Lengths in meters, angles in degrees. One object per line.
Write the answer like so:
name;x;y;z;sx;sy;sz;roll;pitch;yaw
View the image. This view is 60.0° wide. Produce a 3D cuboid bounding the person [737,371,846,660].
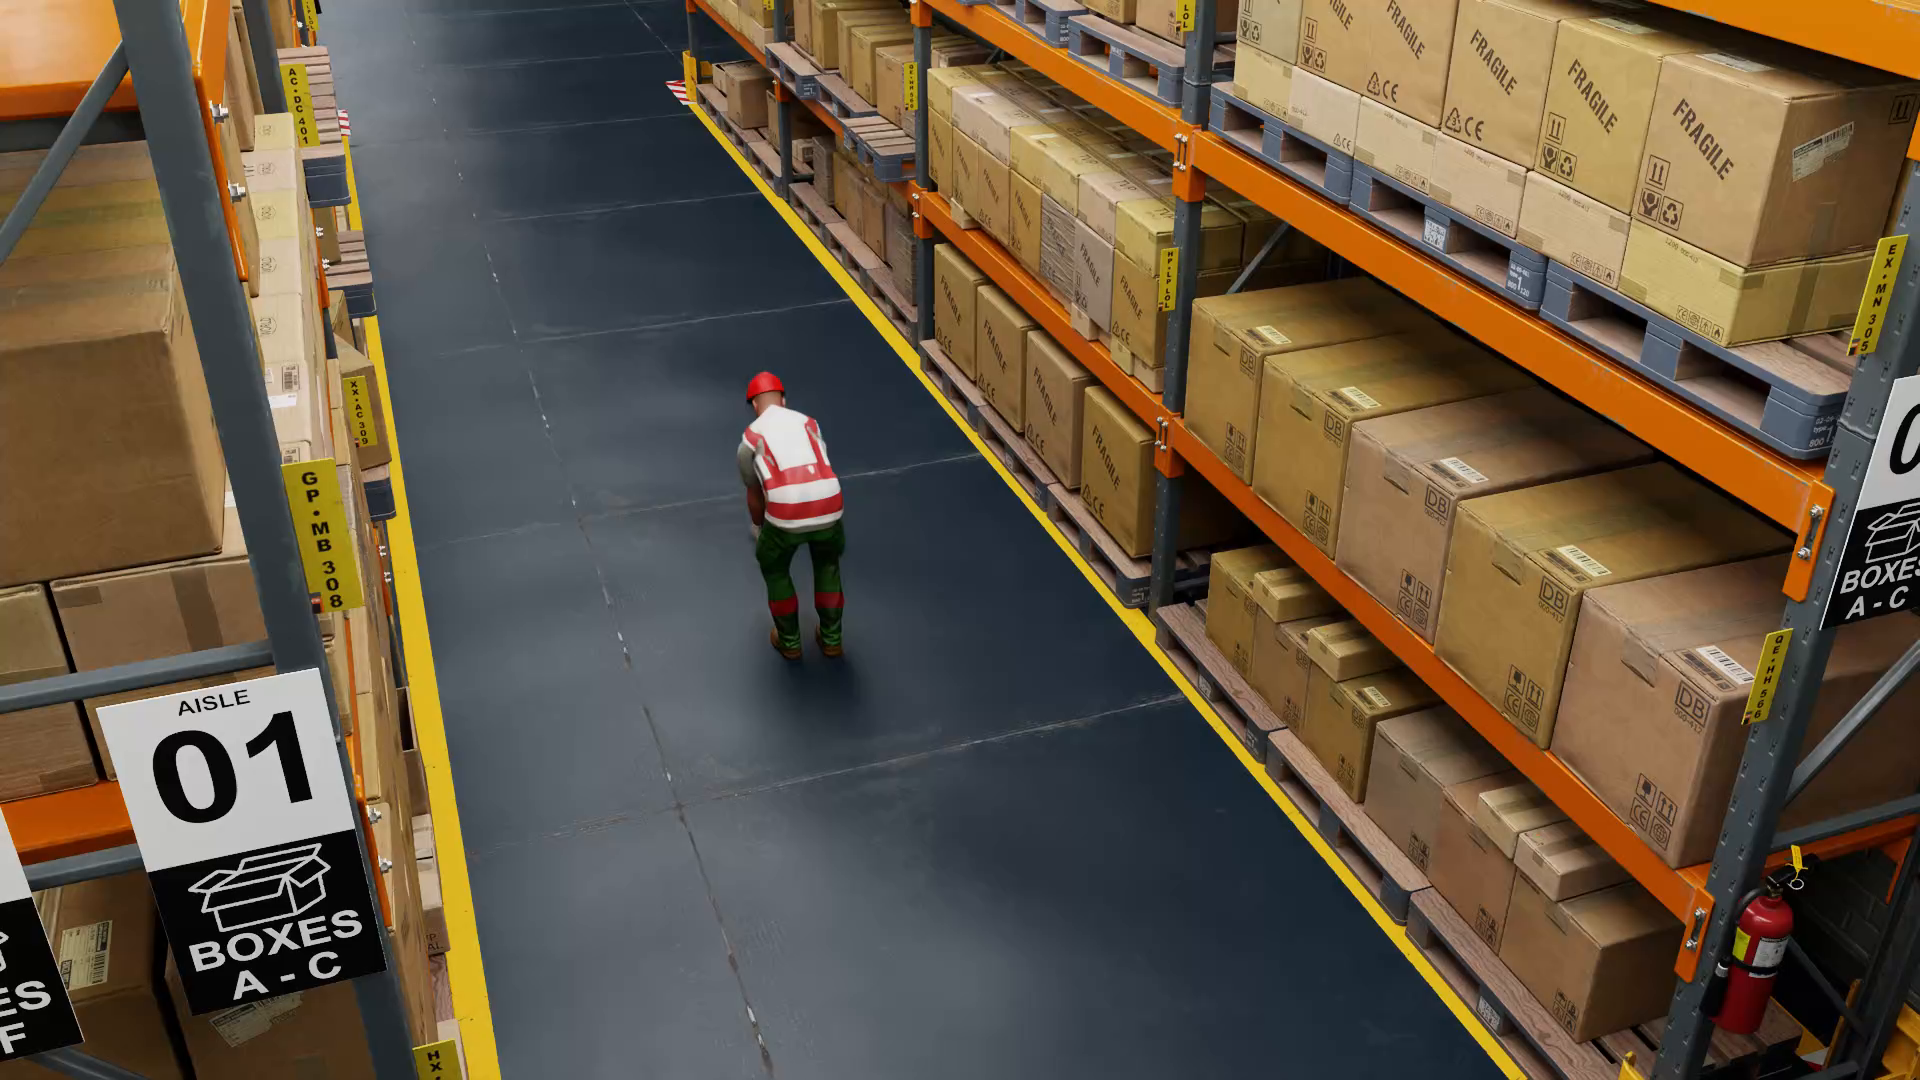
person;-0.907;-0.119;8.888;0.489;1.434;0.872;-11;31;-19
